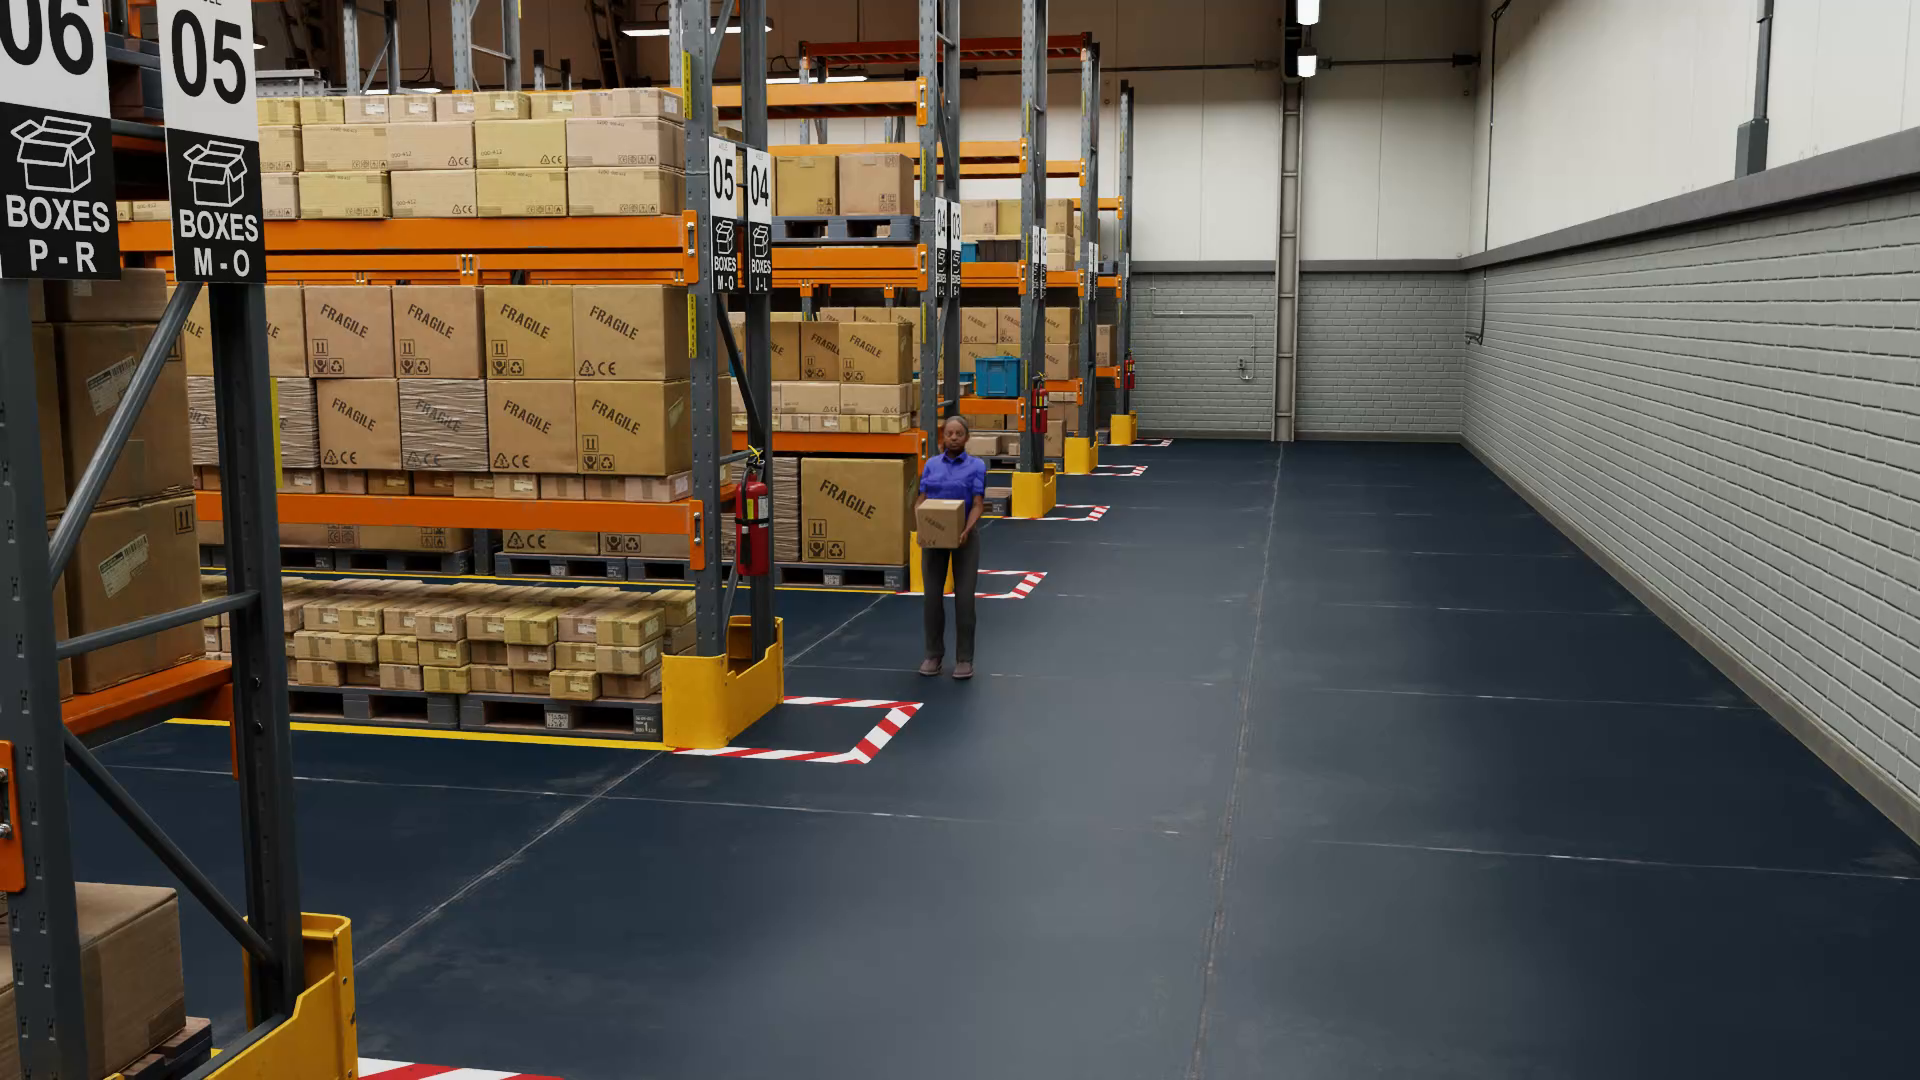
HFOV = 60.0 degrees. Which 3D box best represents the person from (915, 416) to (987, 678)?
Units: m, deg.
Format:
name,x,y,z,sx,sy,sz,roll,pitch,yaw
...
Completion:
name,x,y,z,sx,sy,sz,roll,pitch,yaw
person,-0.073,0.046,10.549,0.450,1.647,0.517,2,8,12
